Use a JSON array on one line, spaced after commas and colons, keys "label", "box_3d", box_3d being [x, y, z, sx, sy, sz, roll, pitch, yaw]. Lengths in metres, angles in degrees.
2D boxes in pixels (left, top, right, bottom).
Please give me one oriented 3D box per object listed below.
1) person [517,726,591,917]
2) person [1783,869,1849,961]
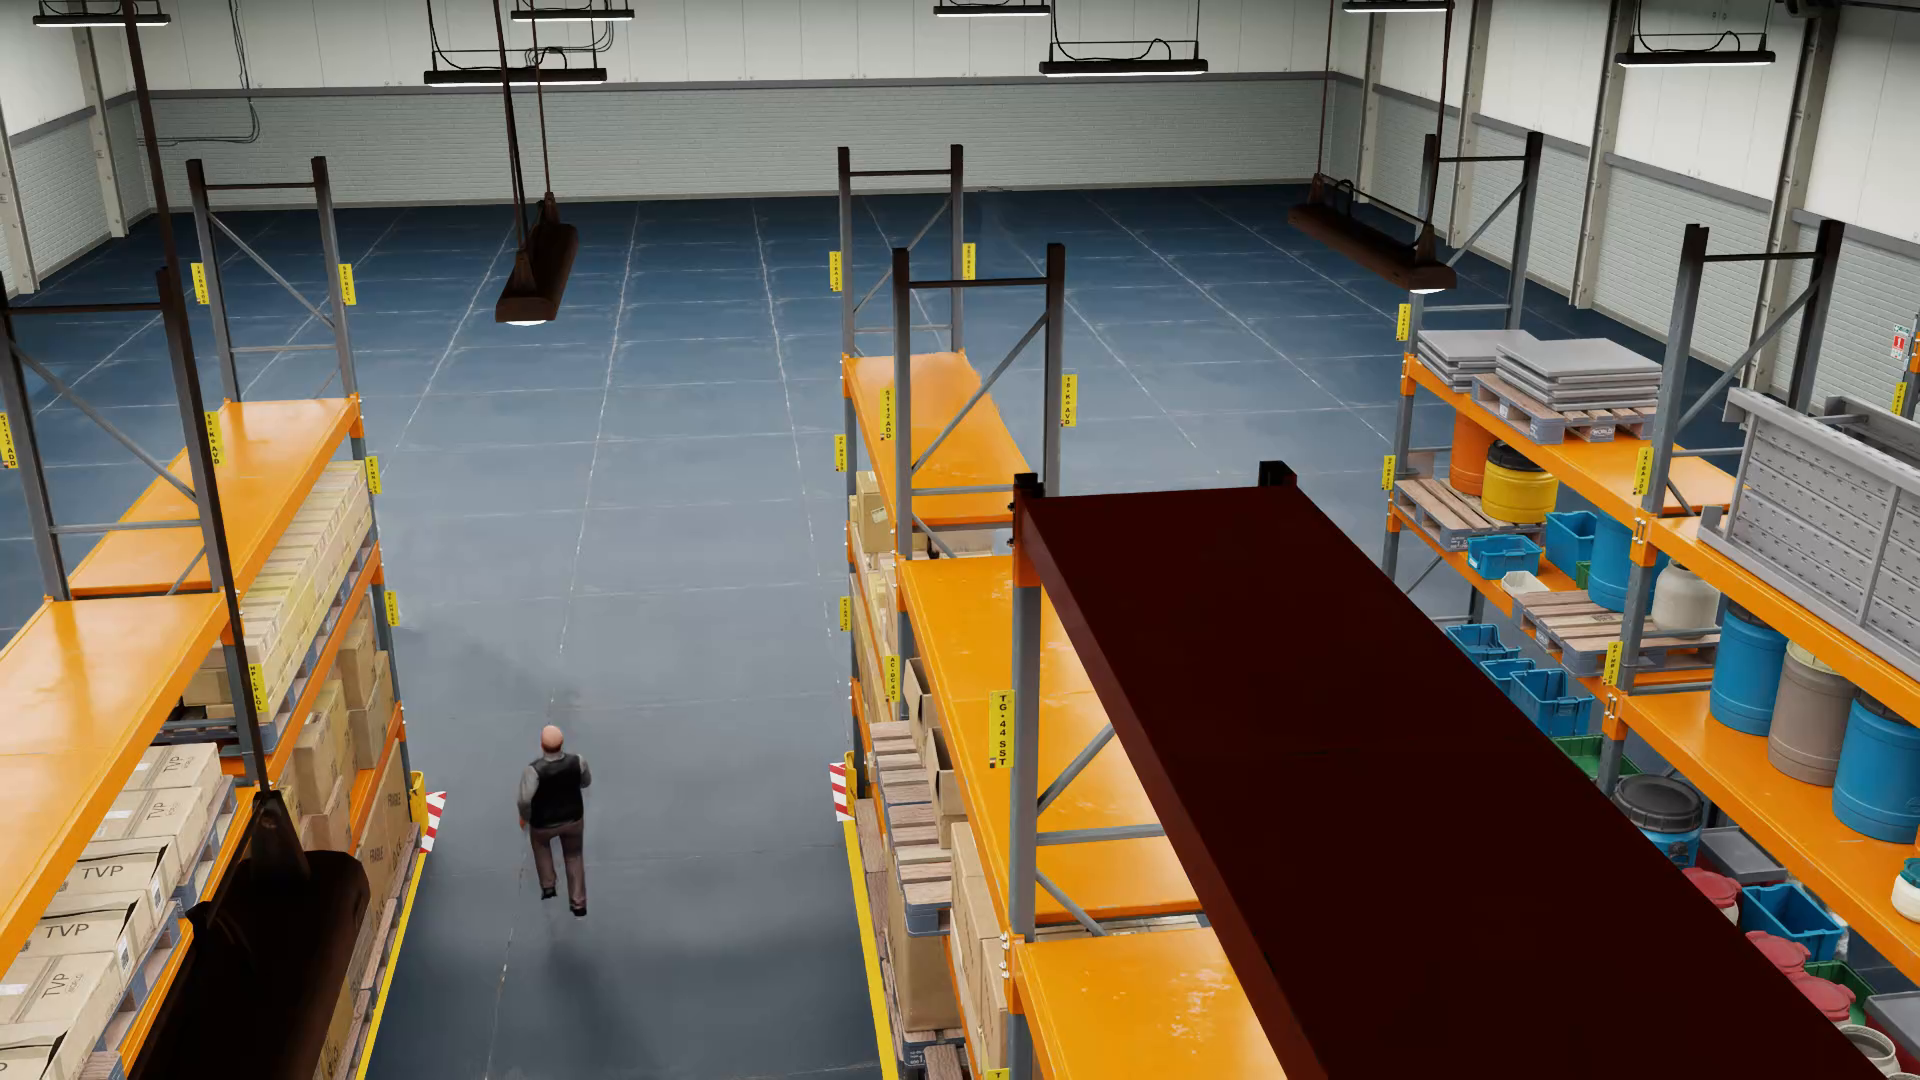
[{"label": "person", "box_3d": [-3.222, 2.235, 13.270, 0.624, 1.686, 0.740, -9, 23, -21]}, {"label": "person", "box_3d": [6.793, 2.441, 13.052, 0.632, 1.824, 0.705, -6, 22, -16]}]
